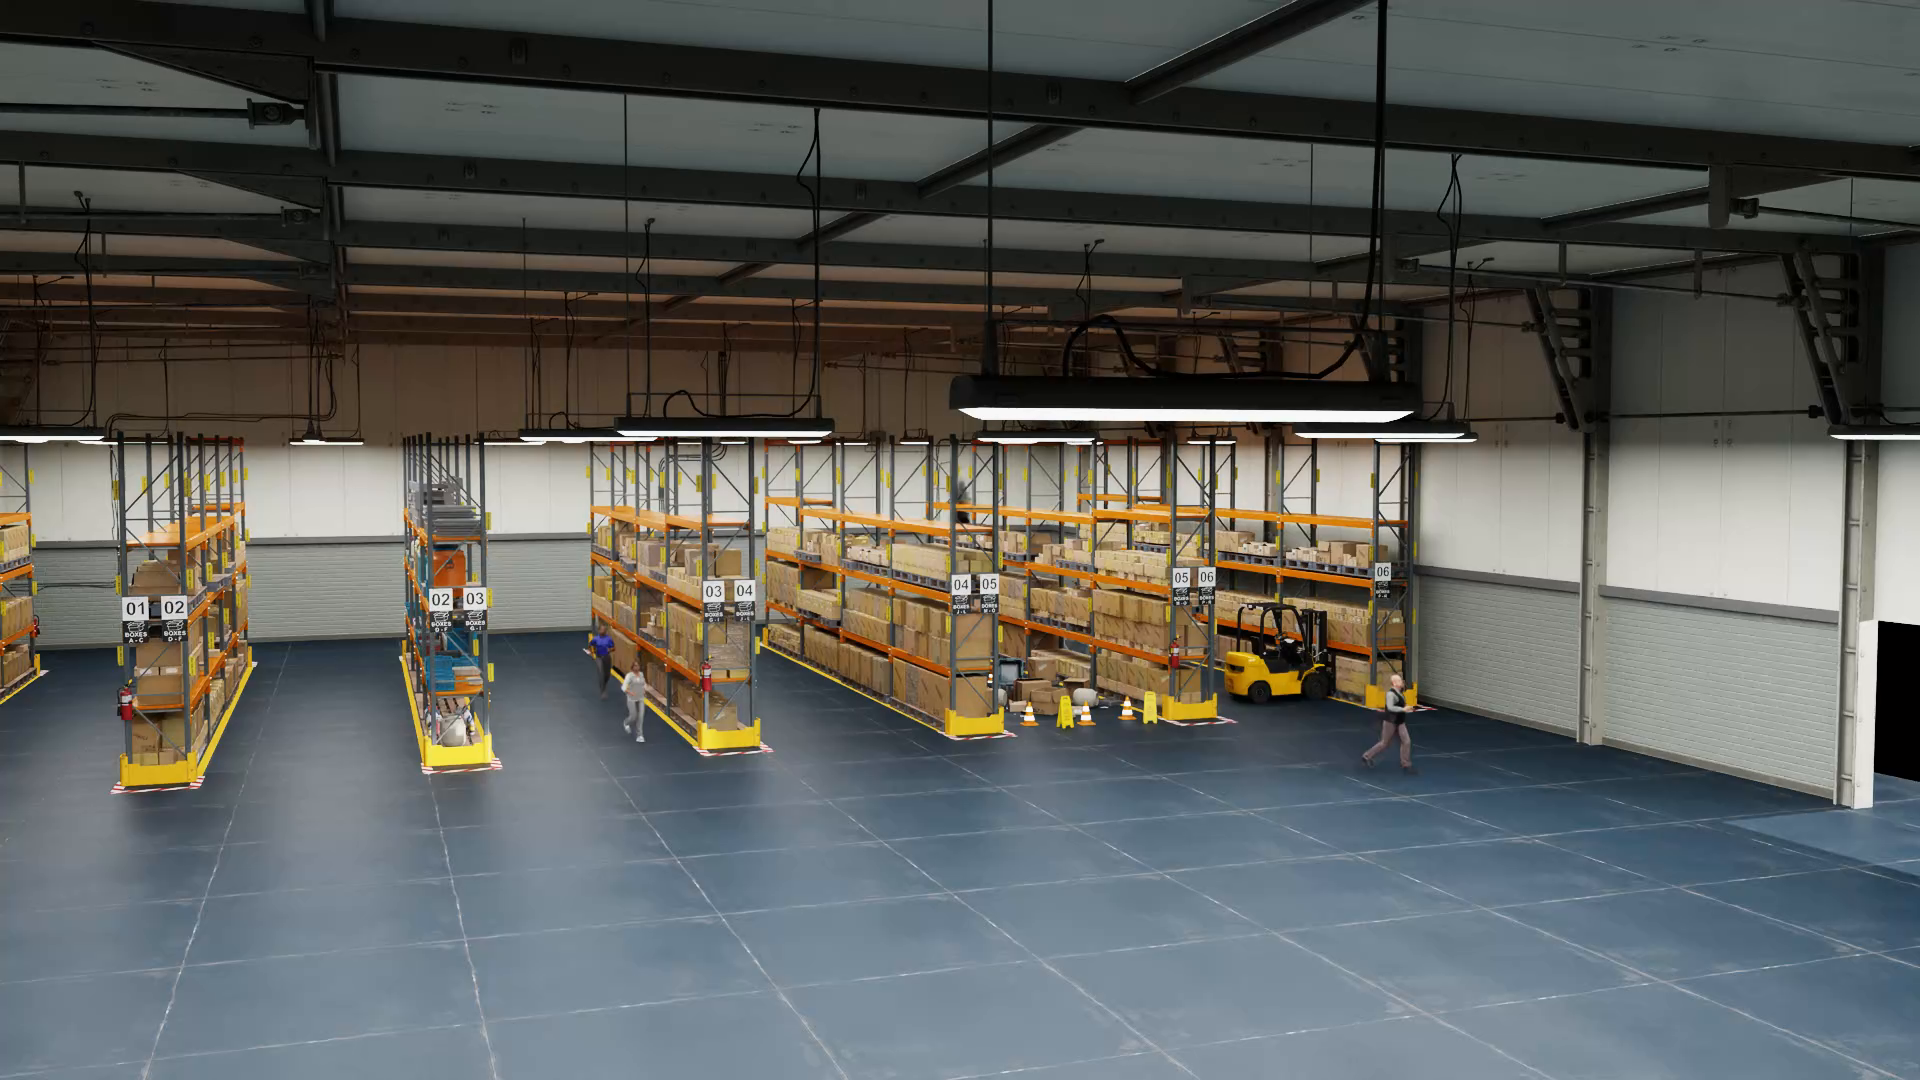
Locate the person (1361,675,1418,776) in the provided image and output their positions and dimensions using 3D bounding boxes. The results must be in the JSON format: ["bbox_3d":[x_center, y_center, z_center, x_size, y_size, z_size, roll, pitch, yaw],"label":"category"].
[{"bbox_3d":[7.580,3.239,29.239,0.954,1.754,0.665,2,4,35],"label":"person"}]

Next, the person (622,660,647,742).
[{"bbox_3d":[-6.324,3.122,32.417,0.550,1.565,0.814,-2,4,-35],"label":"person"}]

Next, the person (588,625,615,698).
[{"bbox_3d":[-8.202,2.768,38.171,0.581,1.634,0.911,-2,4,-25],"label":"person"}]

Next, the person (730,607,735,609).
[{"bbox_3d":[-6.659,2.253,47.394,0.672,1.701,0.618,0,3,-5],"label":"person"}]
